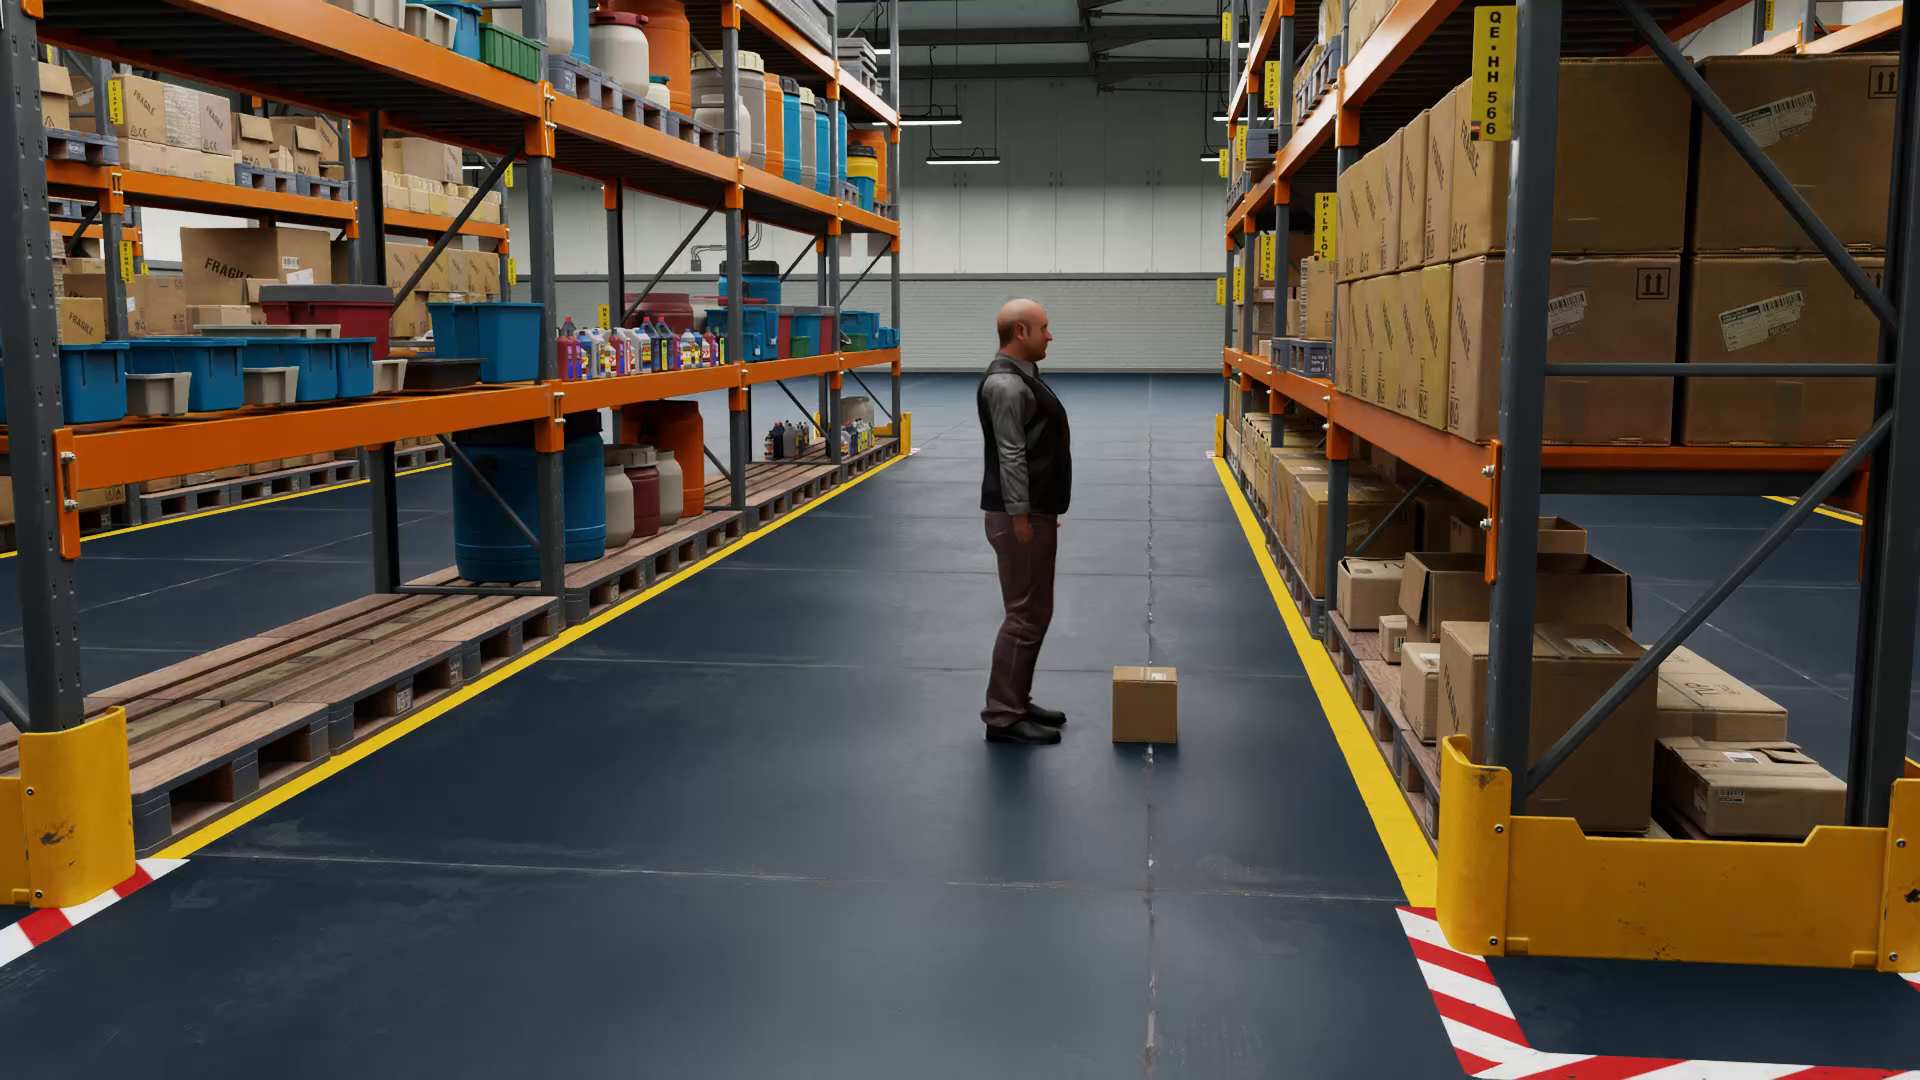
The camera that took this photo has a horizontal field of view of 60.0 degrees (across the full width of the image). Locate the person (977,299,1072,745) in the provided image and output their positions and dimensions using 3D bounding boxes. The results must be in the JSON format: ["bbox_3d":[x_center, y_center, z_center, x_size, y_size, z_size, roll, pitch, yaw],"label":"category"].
[{"bbox_3d":[0.258,-0.082,6.554,0.360,1.721,0.533,1,8,7],"label":"person"}]
